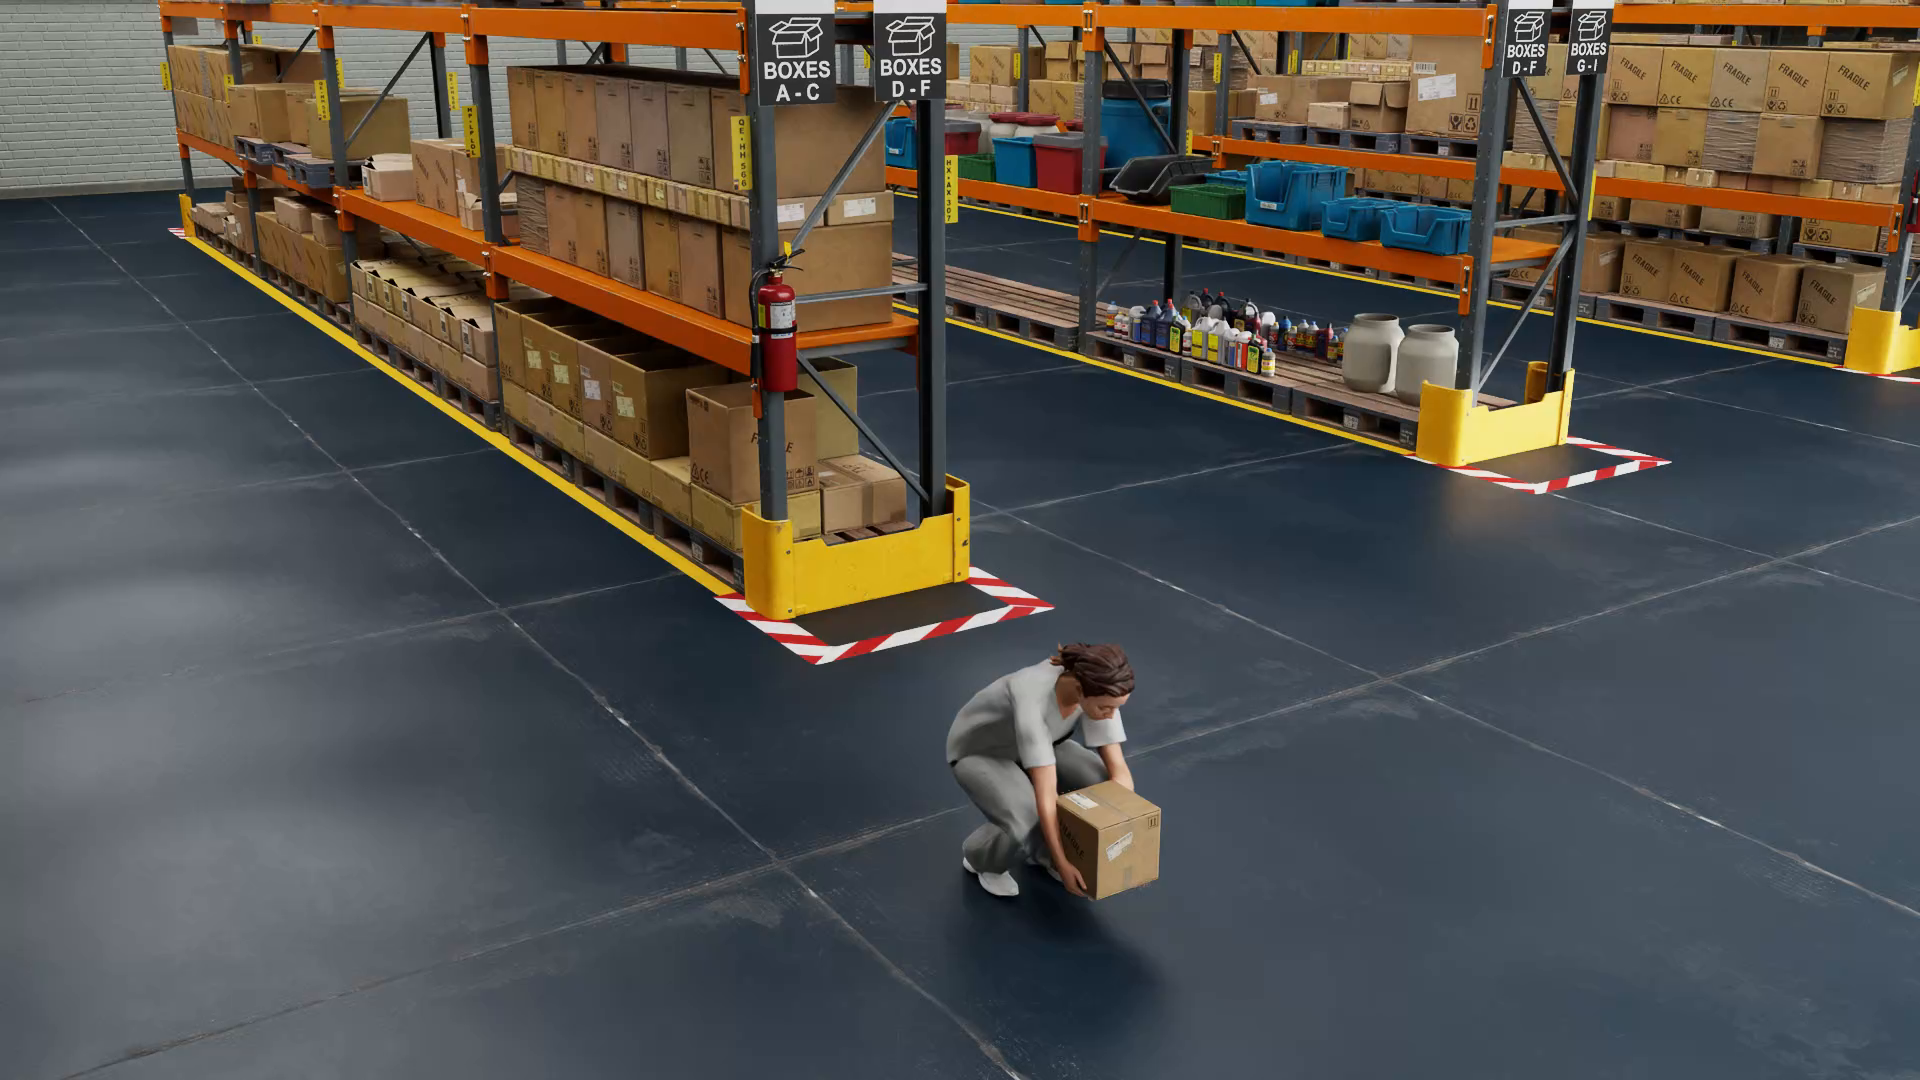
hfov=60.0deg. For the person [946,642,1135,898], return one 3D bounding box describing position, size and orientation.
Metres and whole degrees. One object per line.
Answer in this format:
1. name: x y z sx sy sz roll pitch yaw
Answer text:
1. person: 0.289 0.730 5.502 0.467 0.956 0.802 -12 22 -33
